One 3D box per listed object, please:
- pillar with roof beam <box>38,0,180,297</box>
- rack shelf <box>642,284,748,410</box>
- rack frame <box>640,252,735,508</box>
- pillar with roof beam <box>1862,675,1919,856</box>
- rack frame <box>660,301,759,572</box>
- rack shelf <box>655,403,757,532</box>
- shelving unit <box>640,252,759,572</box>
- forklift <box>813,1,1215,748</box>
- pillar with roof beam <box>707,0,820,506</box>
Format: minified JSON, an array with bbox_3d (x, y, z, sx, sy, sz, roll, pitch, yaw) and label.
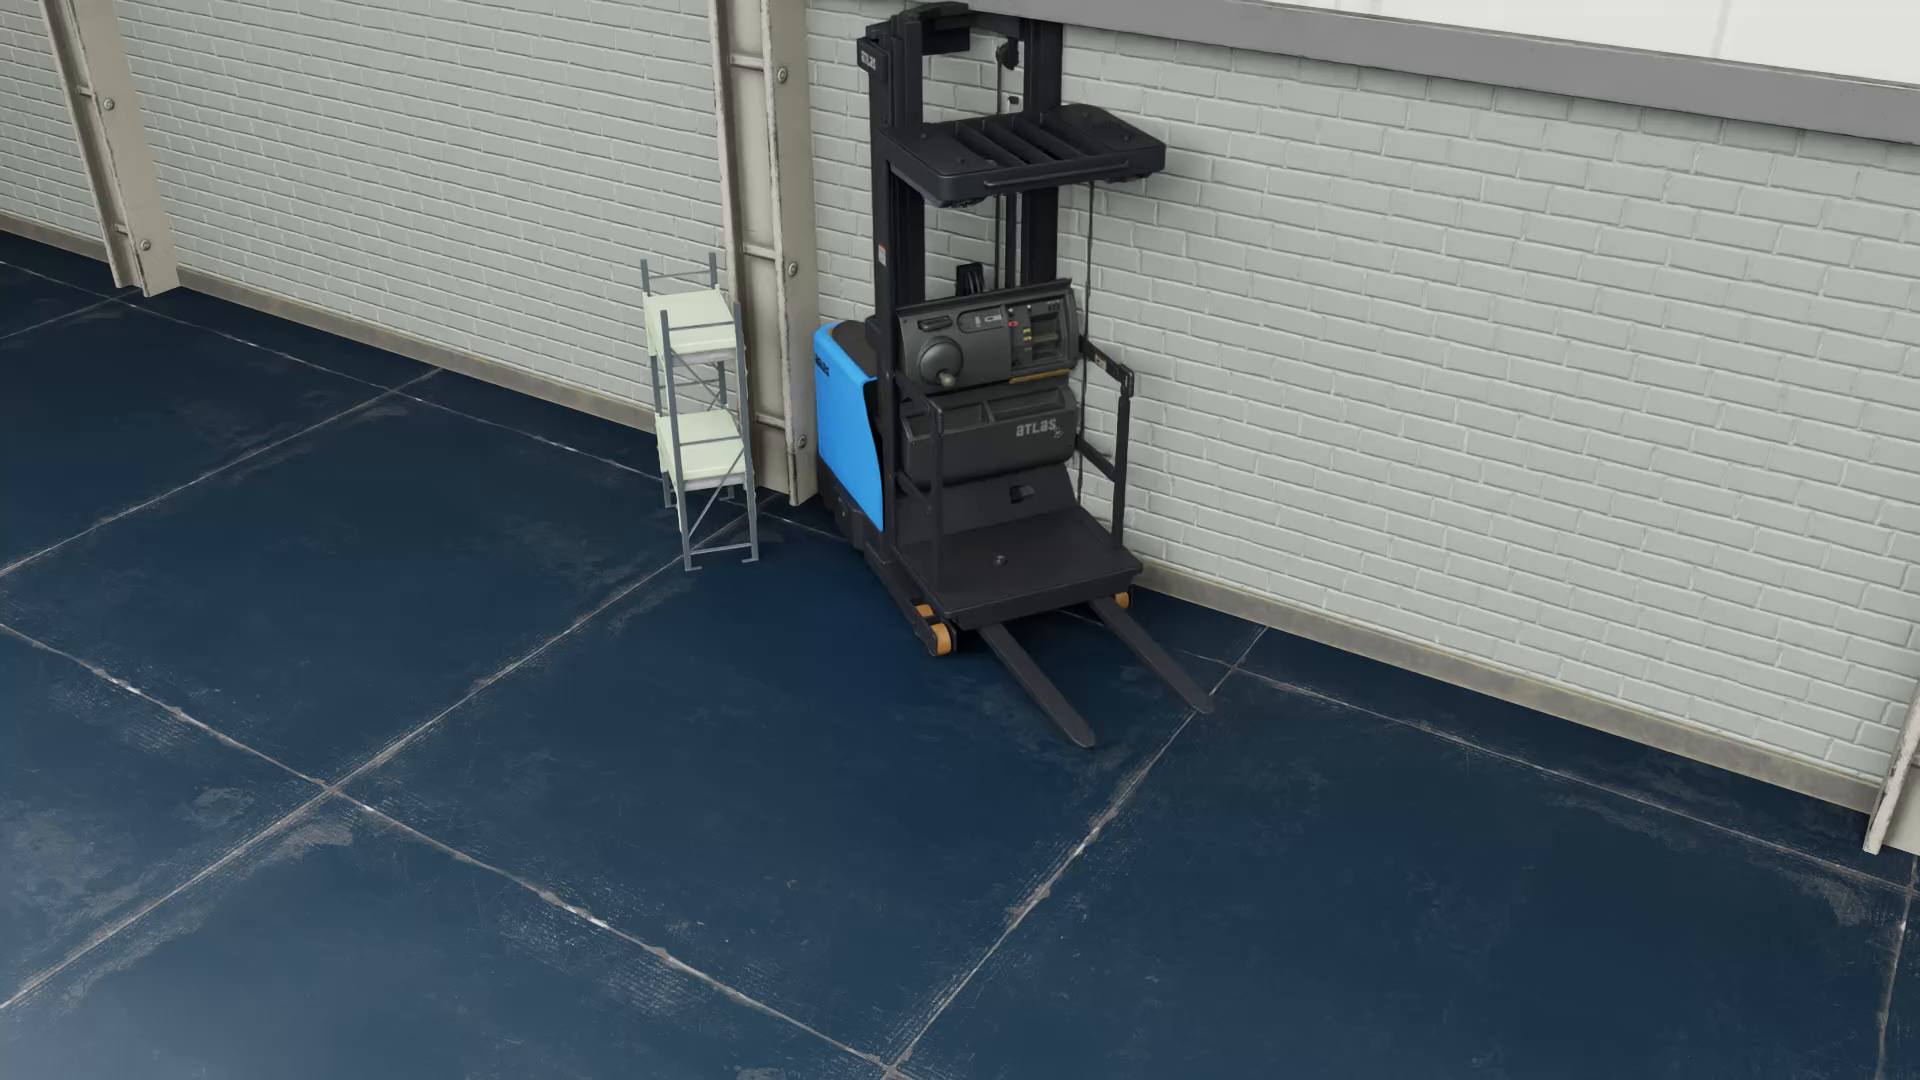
[{"bbox_3d":[-8.398,-3.969,7.124,0.400,9.000,9.100,18,35,27],"label":"pillar with roof beam"},{"bbox_3d":[-1.397,-1.025,8.744,0.431,0.370,0.720,-9,31,-15],"label":"rack shelf"},{"bbox_3d":[-1.504,-0.864,9.243,0.400,1.500,0.023,-9,31,-15],"label":"rack frame"},{"bbox_3d":[1.766,-0.755,1.613,0.400,9.000,9.100,18,35,27],"label":"pillar with roof beam"},{"bbox_3d":[-1.290,-0.512,8.639,0.400,1.500,0.023,-9,31,-15],"label":"rack frame"},{"bbox_3d":[-1.397,-0.407,9.105,0.431,0.370,0.720,-9,31,-15],"label":"rack shelf"},{"bbox_3d":[-1.397,-0.688,8.941,0.431,1.500,0.755,-9,31,-15],"label":"shelving unit"},{"bbox_3d":[0.236,-0.935,7.943,1.130,2.935,3.031,-13,33,-20],"label":"forklift"},{"bbox_3d":[-3.316,-2.362,4.369,0.400,9.000,9.100,18,35,27],"label":"pillar with roof beam"}]
